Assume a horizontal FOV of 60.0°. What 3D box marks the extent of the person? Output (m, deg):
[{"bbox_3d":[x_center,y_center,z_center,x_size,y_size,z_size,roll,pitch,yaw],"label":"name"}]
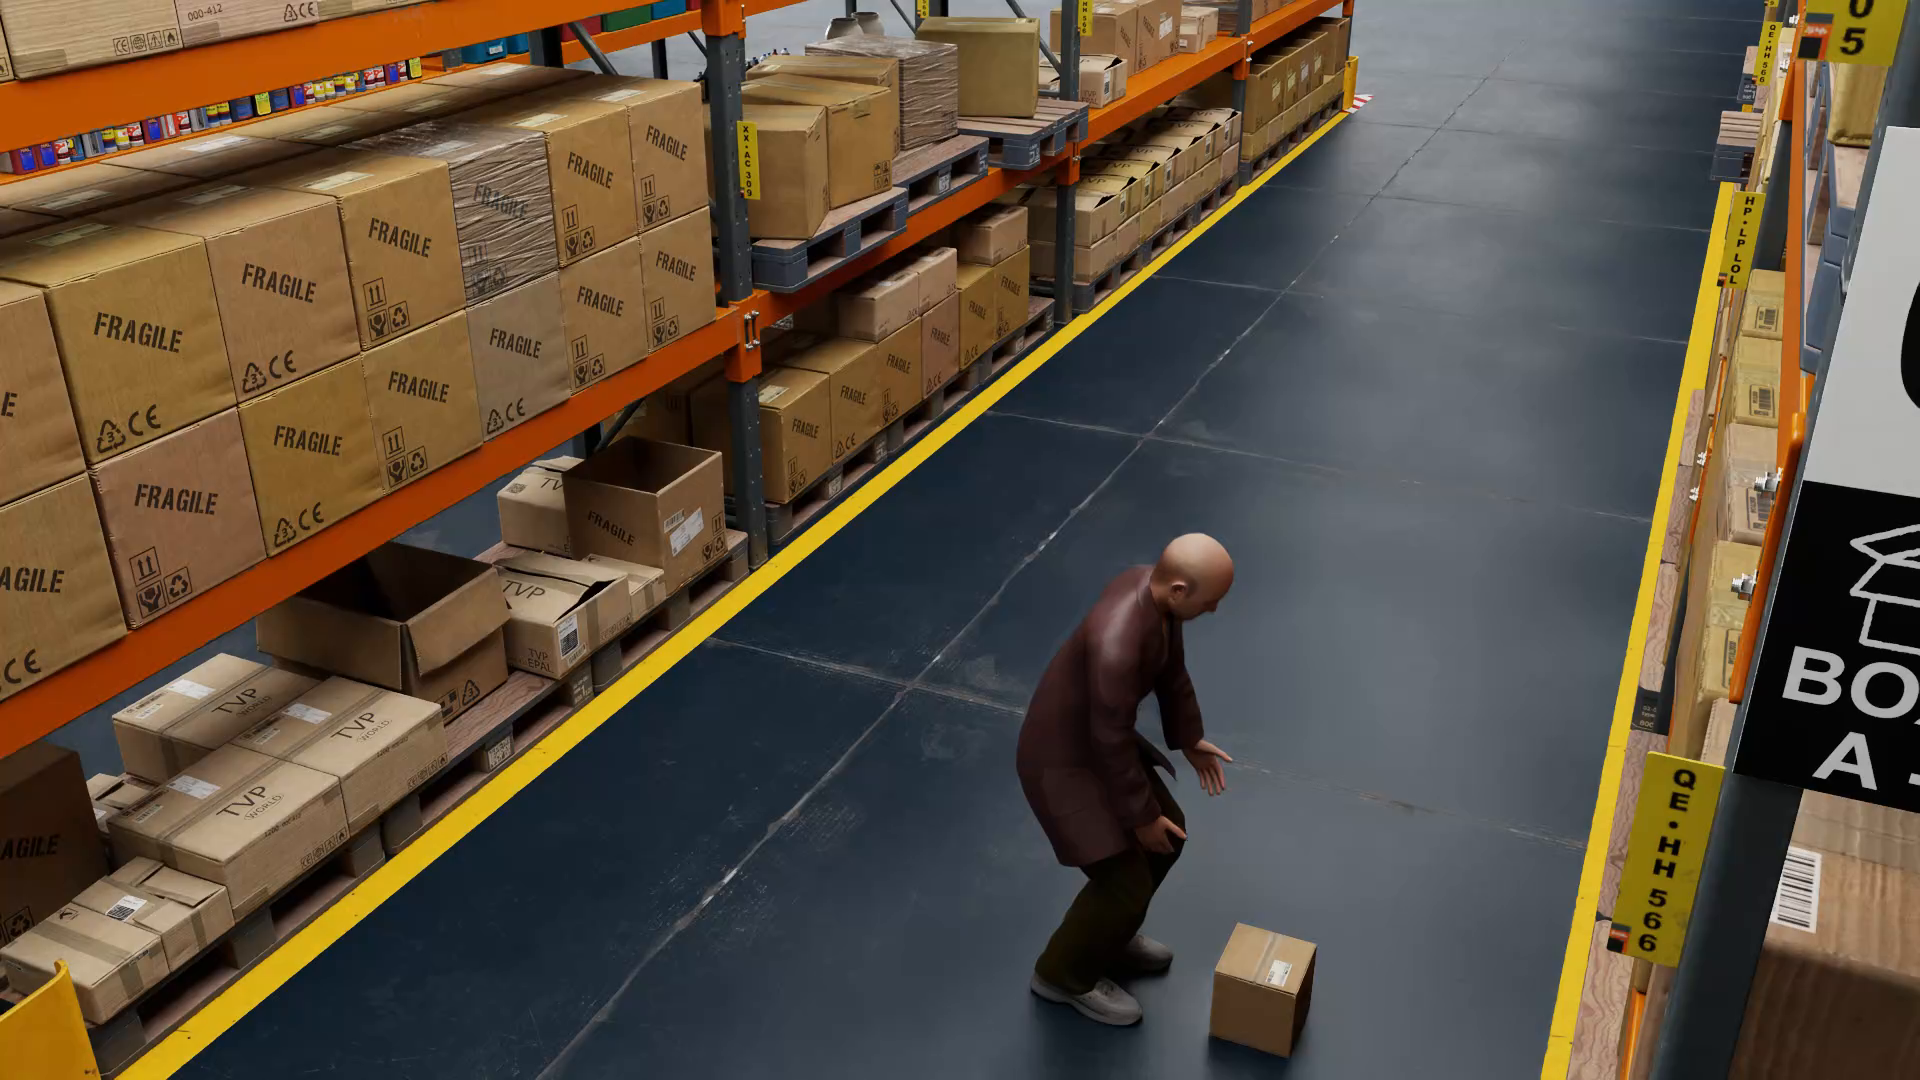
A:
[{"bbox_3d":[0.478,0.670,4.968,0.588,1.588,0.623,12,28,22],"label":"person"}]
